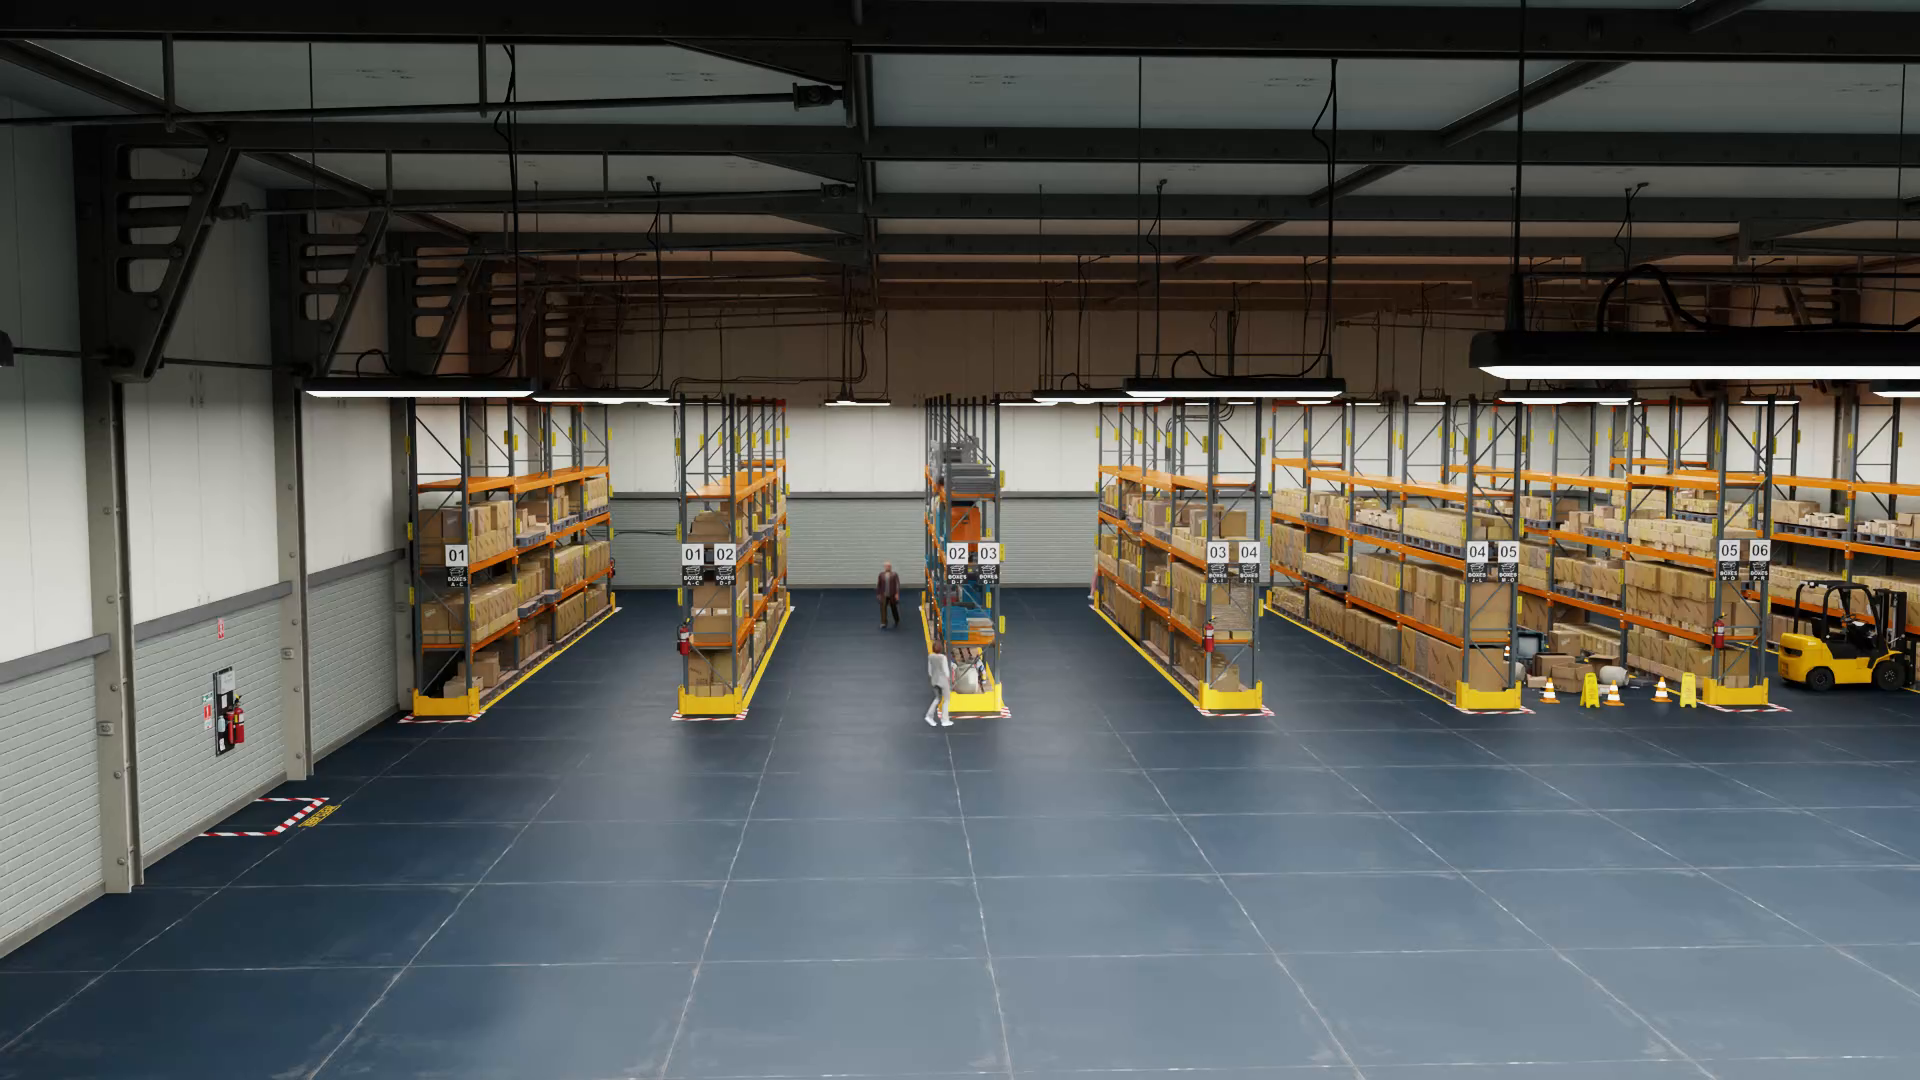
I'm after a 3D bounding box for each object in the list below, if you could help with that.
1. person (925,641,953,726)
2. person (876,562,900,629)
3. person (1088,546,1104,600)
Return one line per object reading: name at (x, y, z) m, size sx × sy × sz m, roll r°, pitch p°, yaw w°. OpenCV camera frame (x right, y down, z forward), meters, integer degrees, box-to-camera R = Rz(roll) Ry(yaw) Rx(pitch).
person at (-0.357, 2.580, 30.012) m, size 0.458 × 1.571 × 0.479 m, roll 4°, pitch 6°, yaw 42°
person at (-1.886, 1.435, 43.365) m, size 0.701 × 1.733 × 1.144 m, roll 1°, pitch 5°, yaw 12°
person at (4.173, 0.965, 49.850) m, size 0.465 × 1.617 × 1.069 m, roll 2°, pitch 5°, yaw 25°
